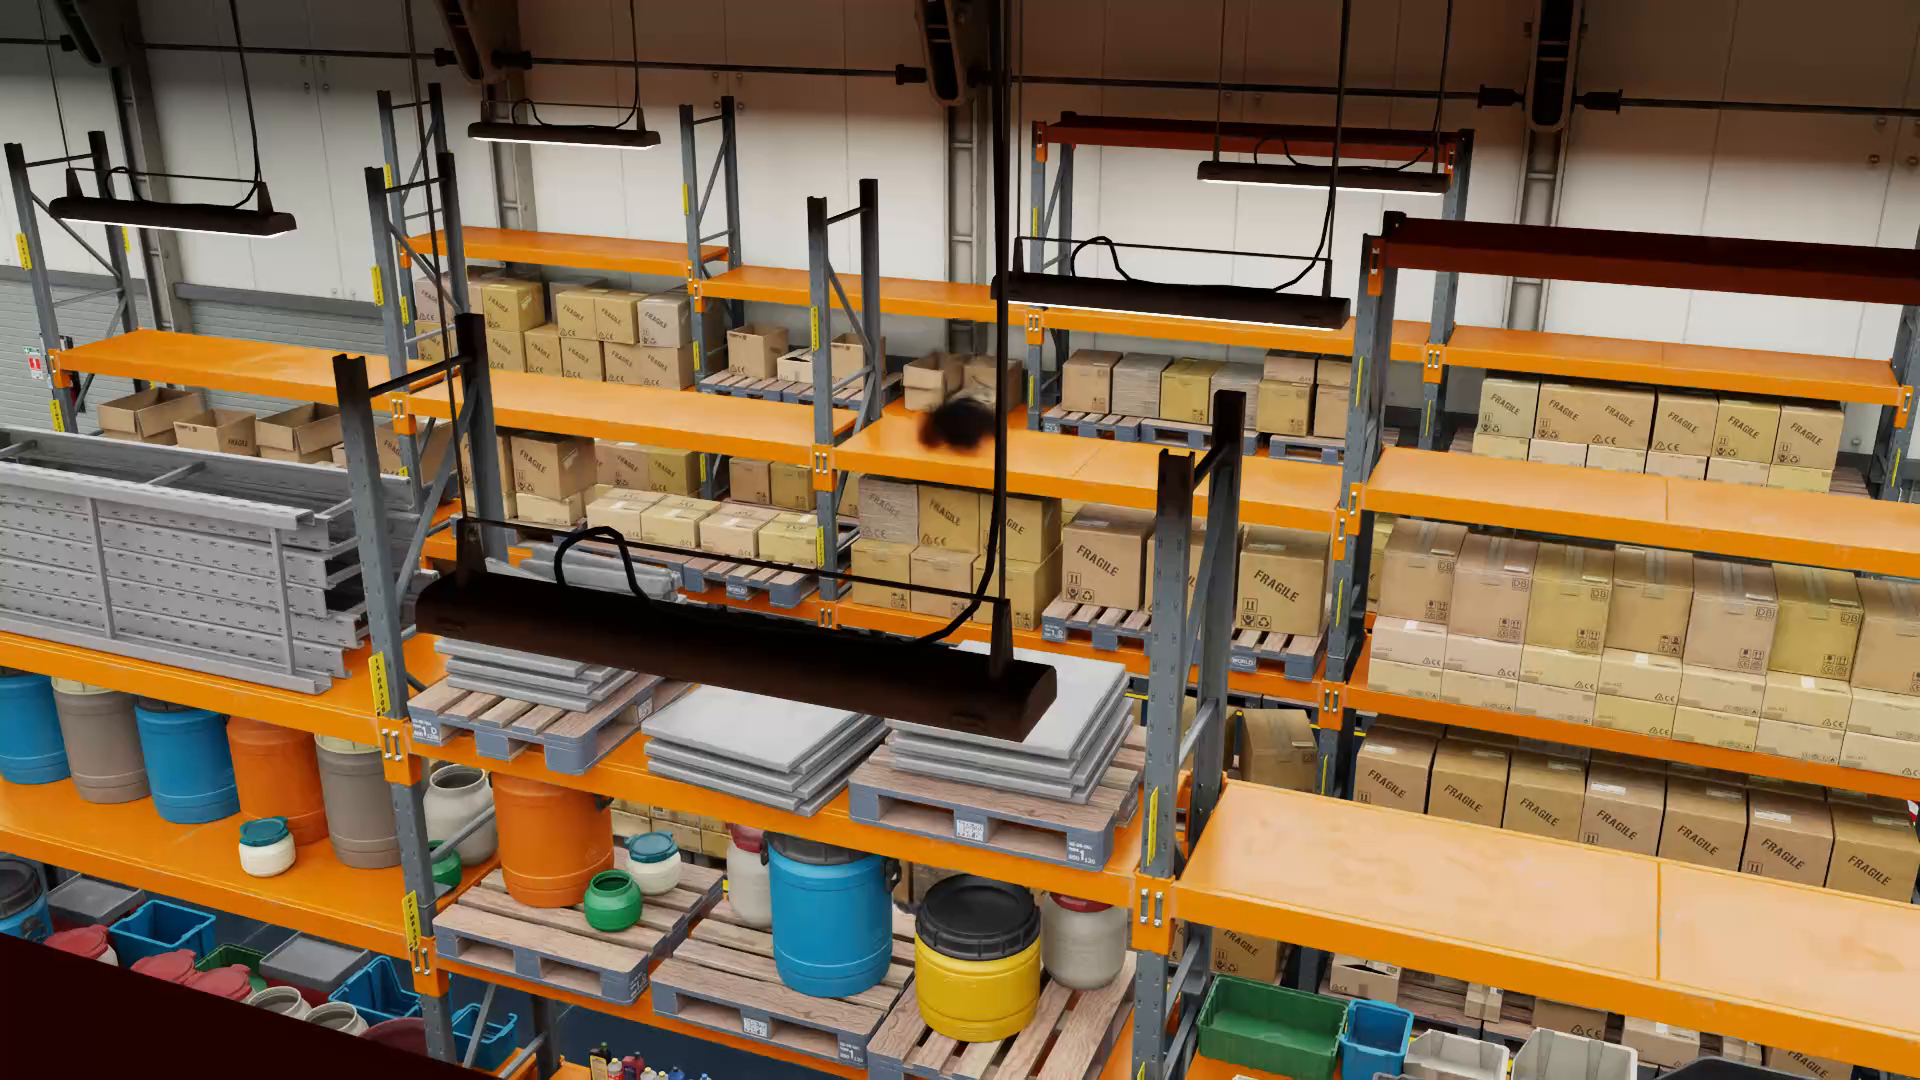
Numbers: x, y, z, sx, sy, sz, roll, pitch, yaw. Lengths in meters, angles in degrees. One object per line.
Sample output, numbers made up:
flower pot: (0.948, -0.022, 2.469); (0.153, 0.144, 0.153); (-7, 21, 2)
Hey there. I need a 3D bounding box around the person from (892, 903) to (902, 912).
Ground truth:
person: (-0.506, 3.009, 12.318); (0.985, 1.633, 0.631); (0, 21, 0)
